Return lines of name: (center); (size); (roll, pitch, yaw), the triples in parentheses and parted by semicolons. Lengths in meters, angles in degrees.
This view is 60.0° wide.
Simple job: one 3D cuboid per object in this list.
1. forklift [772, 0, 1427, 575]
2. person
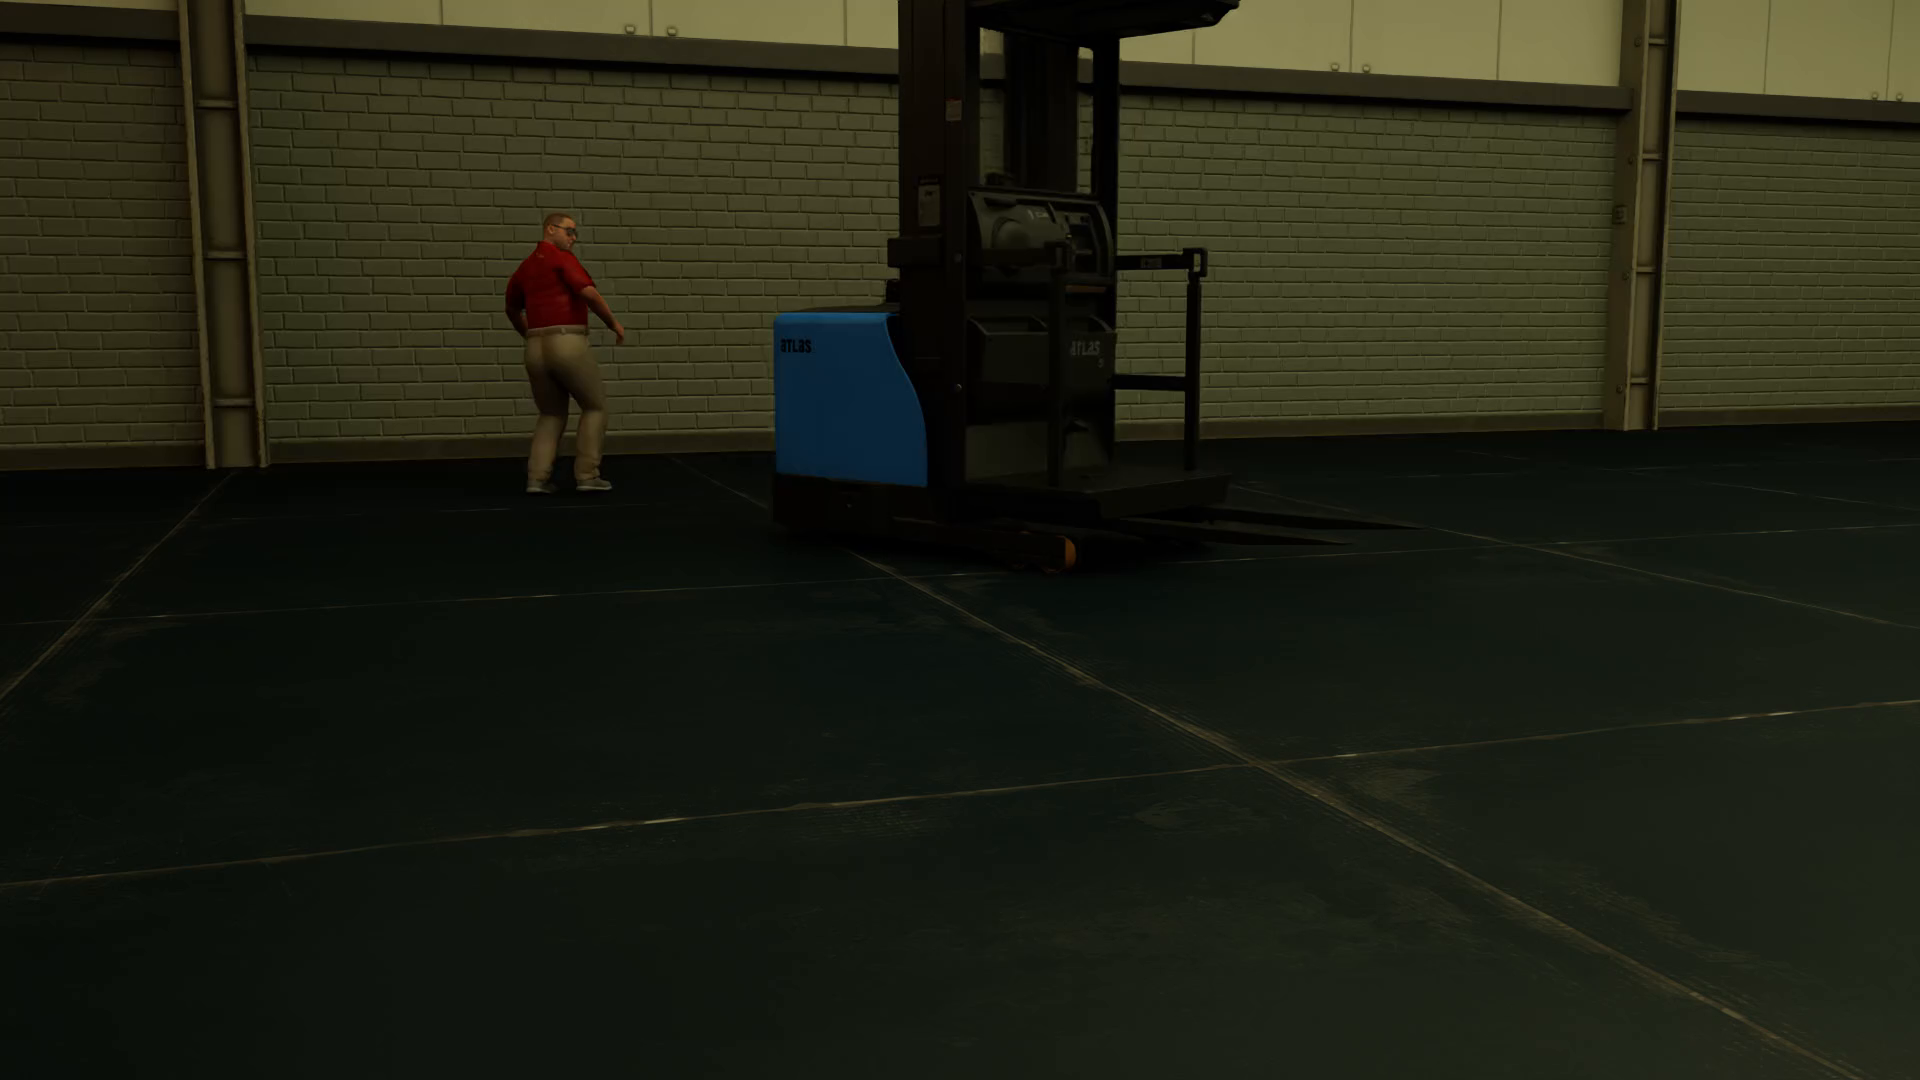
forklift: (0.527, -1.388, 7.254); (3.031, 2.935, 1.130); (7, 10, 42)
person: (-2.374, -1.101, 9.925); (0.771, 1.679, 0.544); (4, 9, 27)
